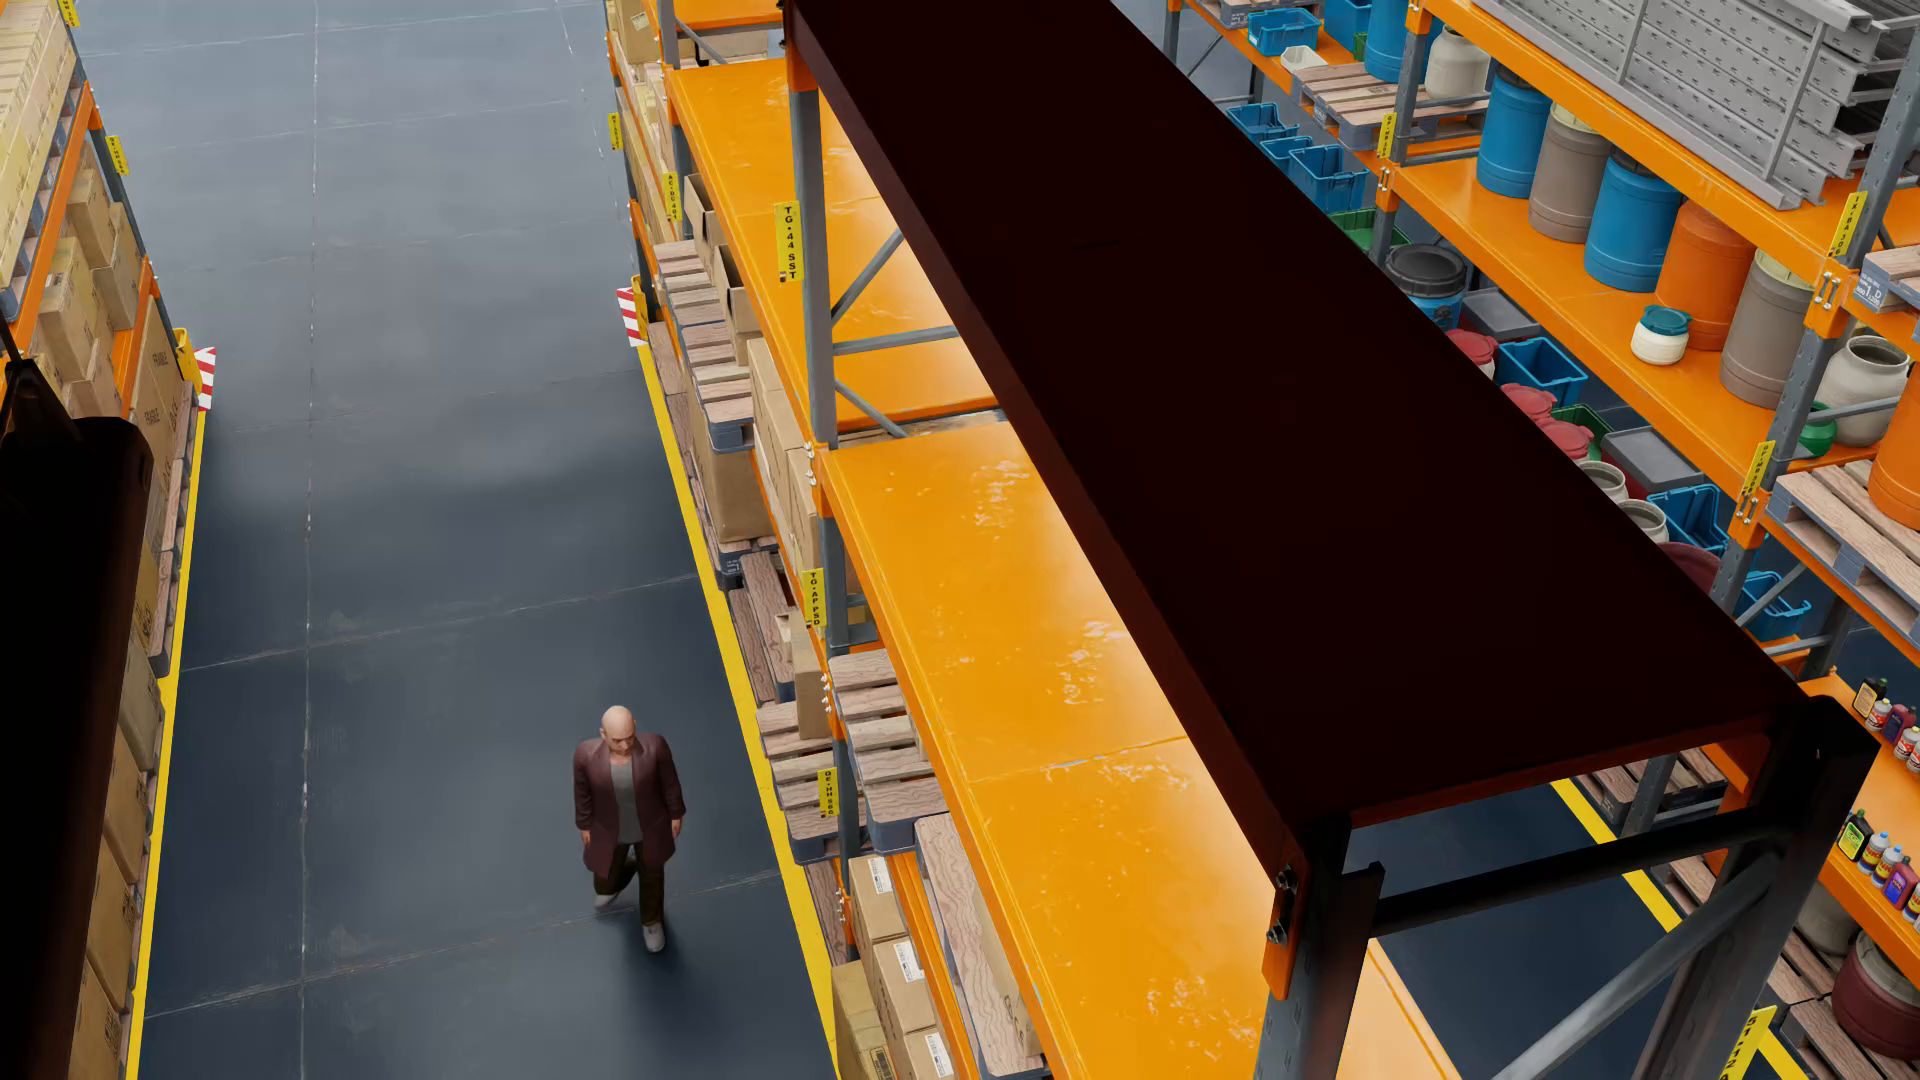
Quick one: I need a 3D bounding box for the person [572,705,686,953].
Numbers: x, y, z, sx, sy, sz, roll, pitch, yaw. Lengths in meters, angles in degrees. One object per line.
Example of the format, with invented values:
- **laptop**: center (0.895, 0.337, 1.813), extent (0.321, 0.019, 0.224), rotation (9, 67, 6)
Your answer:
- **person**: center (-1.867, 1.572, 9.417), extent (0.627, 1.777, 0.587), rotation (-7, 39, -8)
